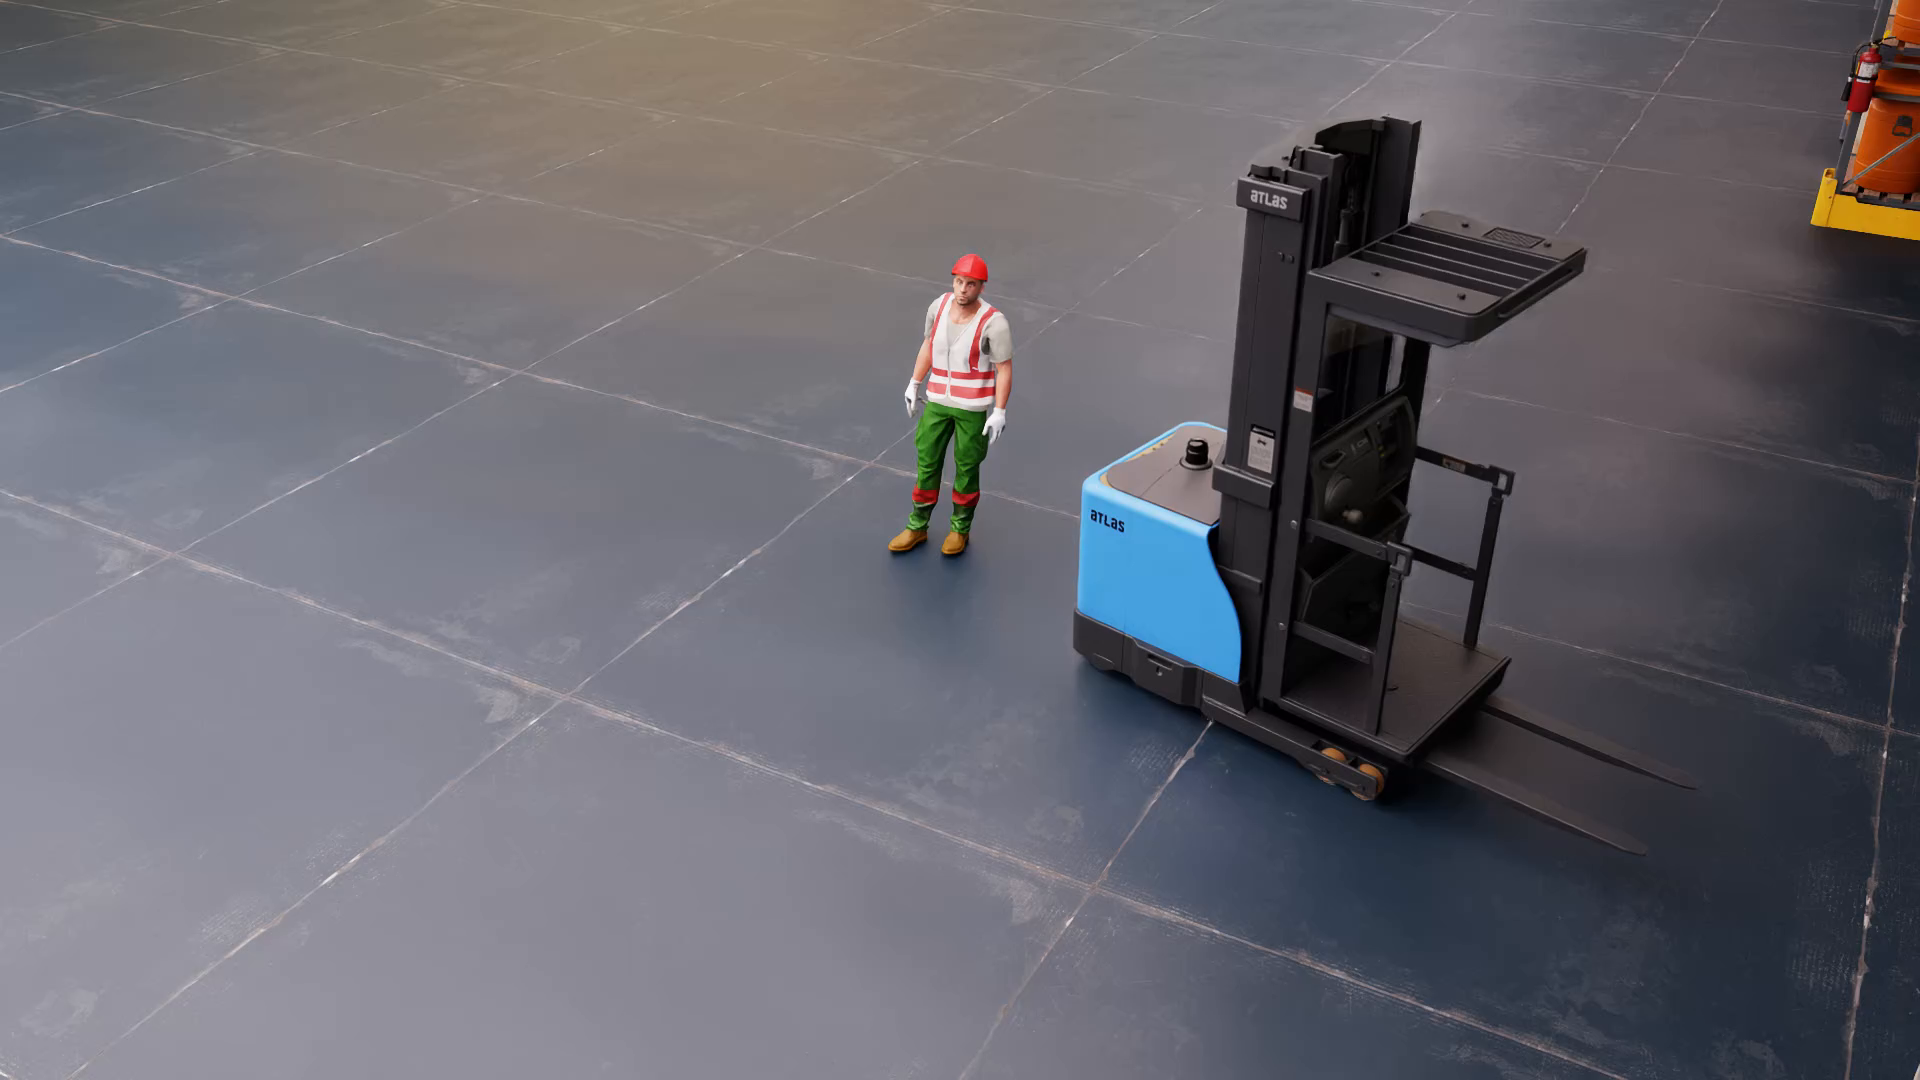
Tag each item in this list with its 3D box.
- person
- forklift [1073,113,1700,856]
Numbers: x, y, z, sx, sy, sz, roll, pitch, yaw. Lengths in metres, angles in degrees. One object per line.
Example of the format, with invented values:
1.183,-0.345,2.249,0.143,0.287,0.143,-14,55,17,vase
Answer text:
-0.049,-0.749,9.496,0.638,1.787,0.564,15,33,25,person
2.041,-0.336,7.653,3.031,2.935,1.130,24,38,35,forklift
